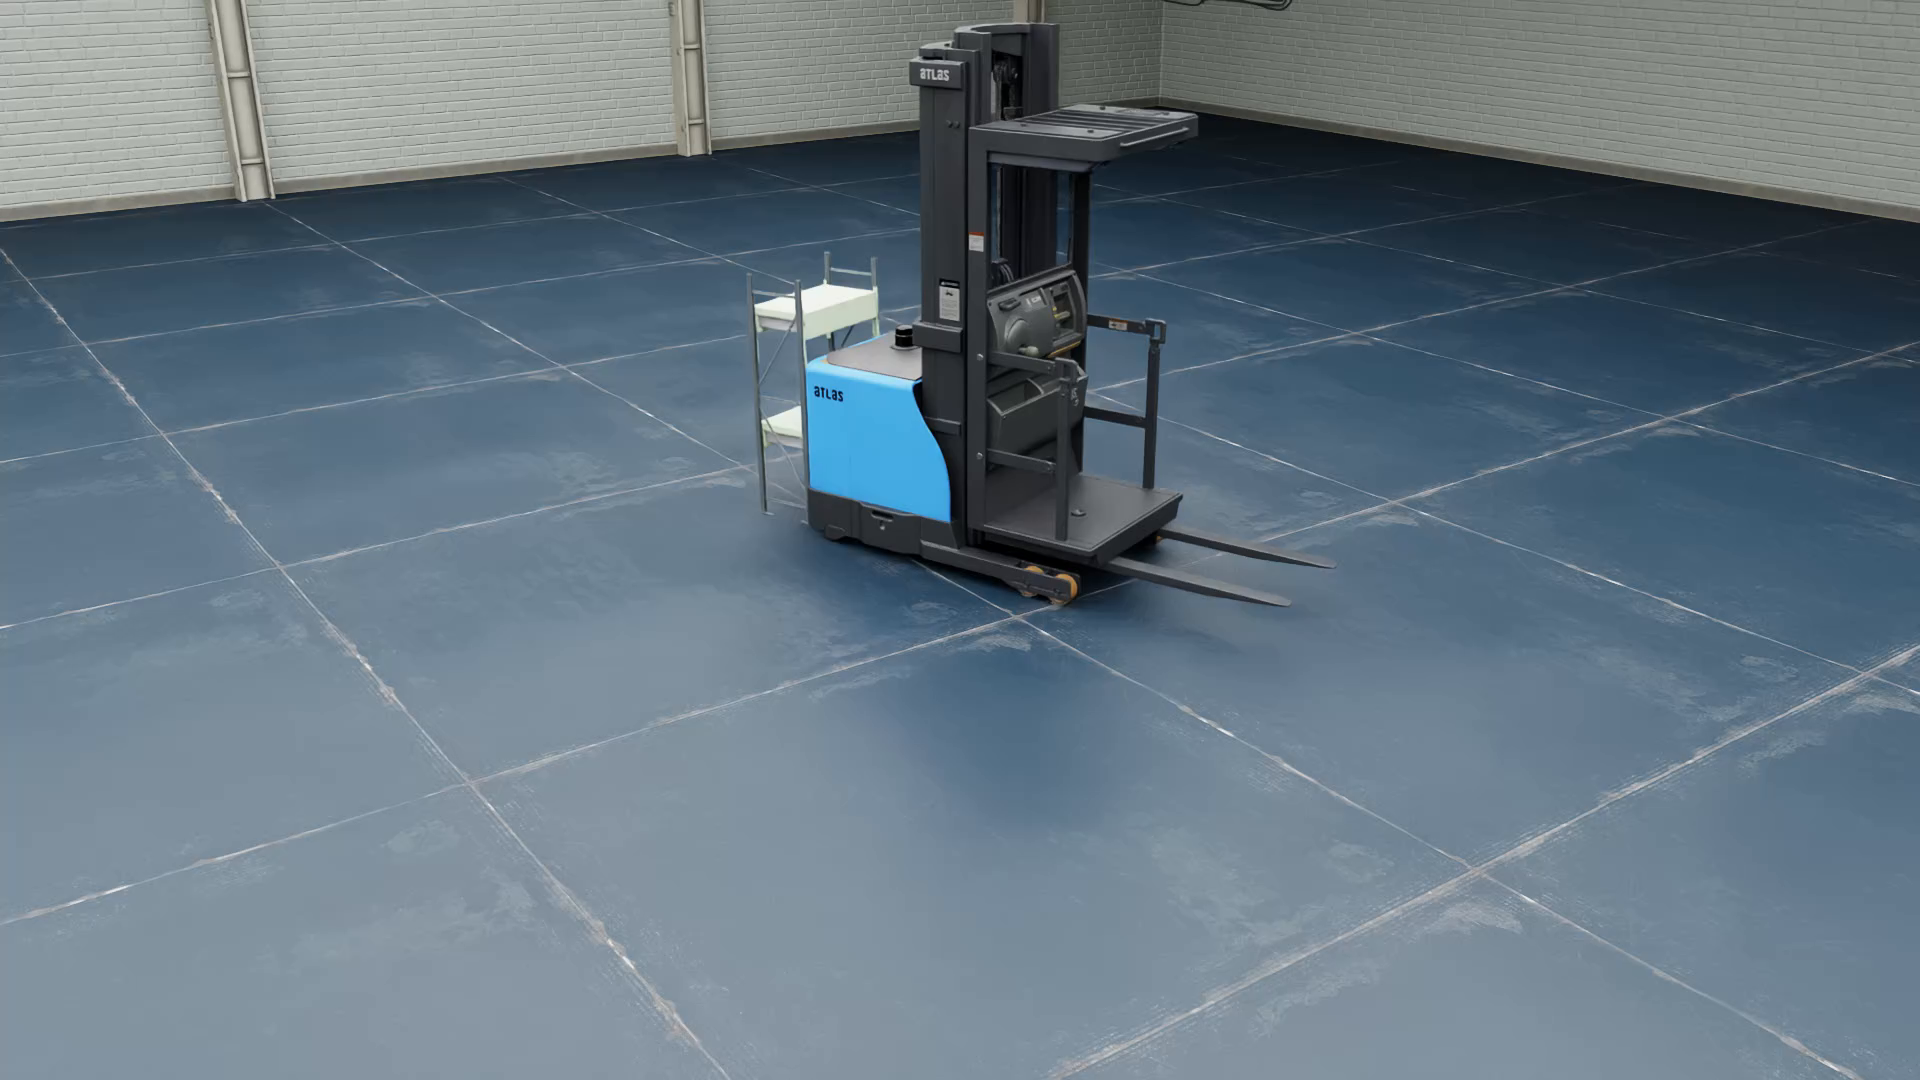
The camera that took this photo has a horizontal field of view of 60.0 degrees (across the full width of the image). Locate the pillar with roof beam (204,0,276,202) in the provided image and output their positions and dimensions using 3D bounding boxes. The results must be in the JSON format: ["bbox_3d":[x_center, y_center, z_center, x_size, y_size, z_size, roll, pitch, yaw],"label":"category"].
[{"bbox_3d":[-6.134,-7.083,15.505,0.400,9.000,9.100,-15,26,-33],"label":"pillar with roof beam"}]

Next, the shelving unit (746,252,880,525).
[{"bbox_3d":[-0.869,-0.942,10.221,0.431,1.500,0.755,13,25,32],"label":"shelving unit"}]

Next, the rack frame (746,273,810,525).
[{"bbox_3d":[-1.075,-0.830,9.941,0.400,1.500,0.023,13,25,32],"label":"rack frame"}]

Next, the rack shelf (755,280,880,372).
[{"bbox_3d":[-0.875,-1.306,10.081,0.431,0.370,0.720,13,25,32],"label":"rack shelf"}]

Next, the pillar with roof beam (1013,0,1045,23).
[{"bbox_3d":[3.607,-9.681,22.014,0.400,9.000,9.100,-15,26,-33],"label":"pillar with roof beam"}]

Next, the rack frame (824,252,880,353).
[{"bbox_3d":[-0.662,-1.054,10.502,0.400,1.500,0.023,13,25,32],"label":"rack frame"}]

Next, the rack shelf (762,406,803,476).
[{"bbox_3d":[-0.863,-0.638,10.339,0.431,0.370,0.720,13,25,32],"label":"rack shelf"}]

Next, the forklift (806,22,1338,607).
[{"bbox_3d":[0.600,-1.234,9.035,3.031,2.935,1.130,14,26,31],"label":"forklift"}]

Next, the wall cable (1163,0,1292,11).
[{"bbox_3d":[4.256,-9.773,26.436,0.112,2.526,3.097,-15,26,-33],"label":"wall cable"}]

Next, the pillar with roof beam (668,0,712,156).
[{"bbox_3d":[-1.264,-8.382,18.760,0.400,9.000,9.100,-15,26,-33],"label":"pillar with roof beam"}]
